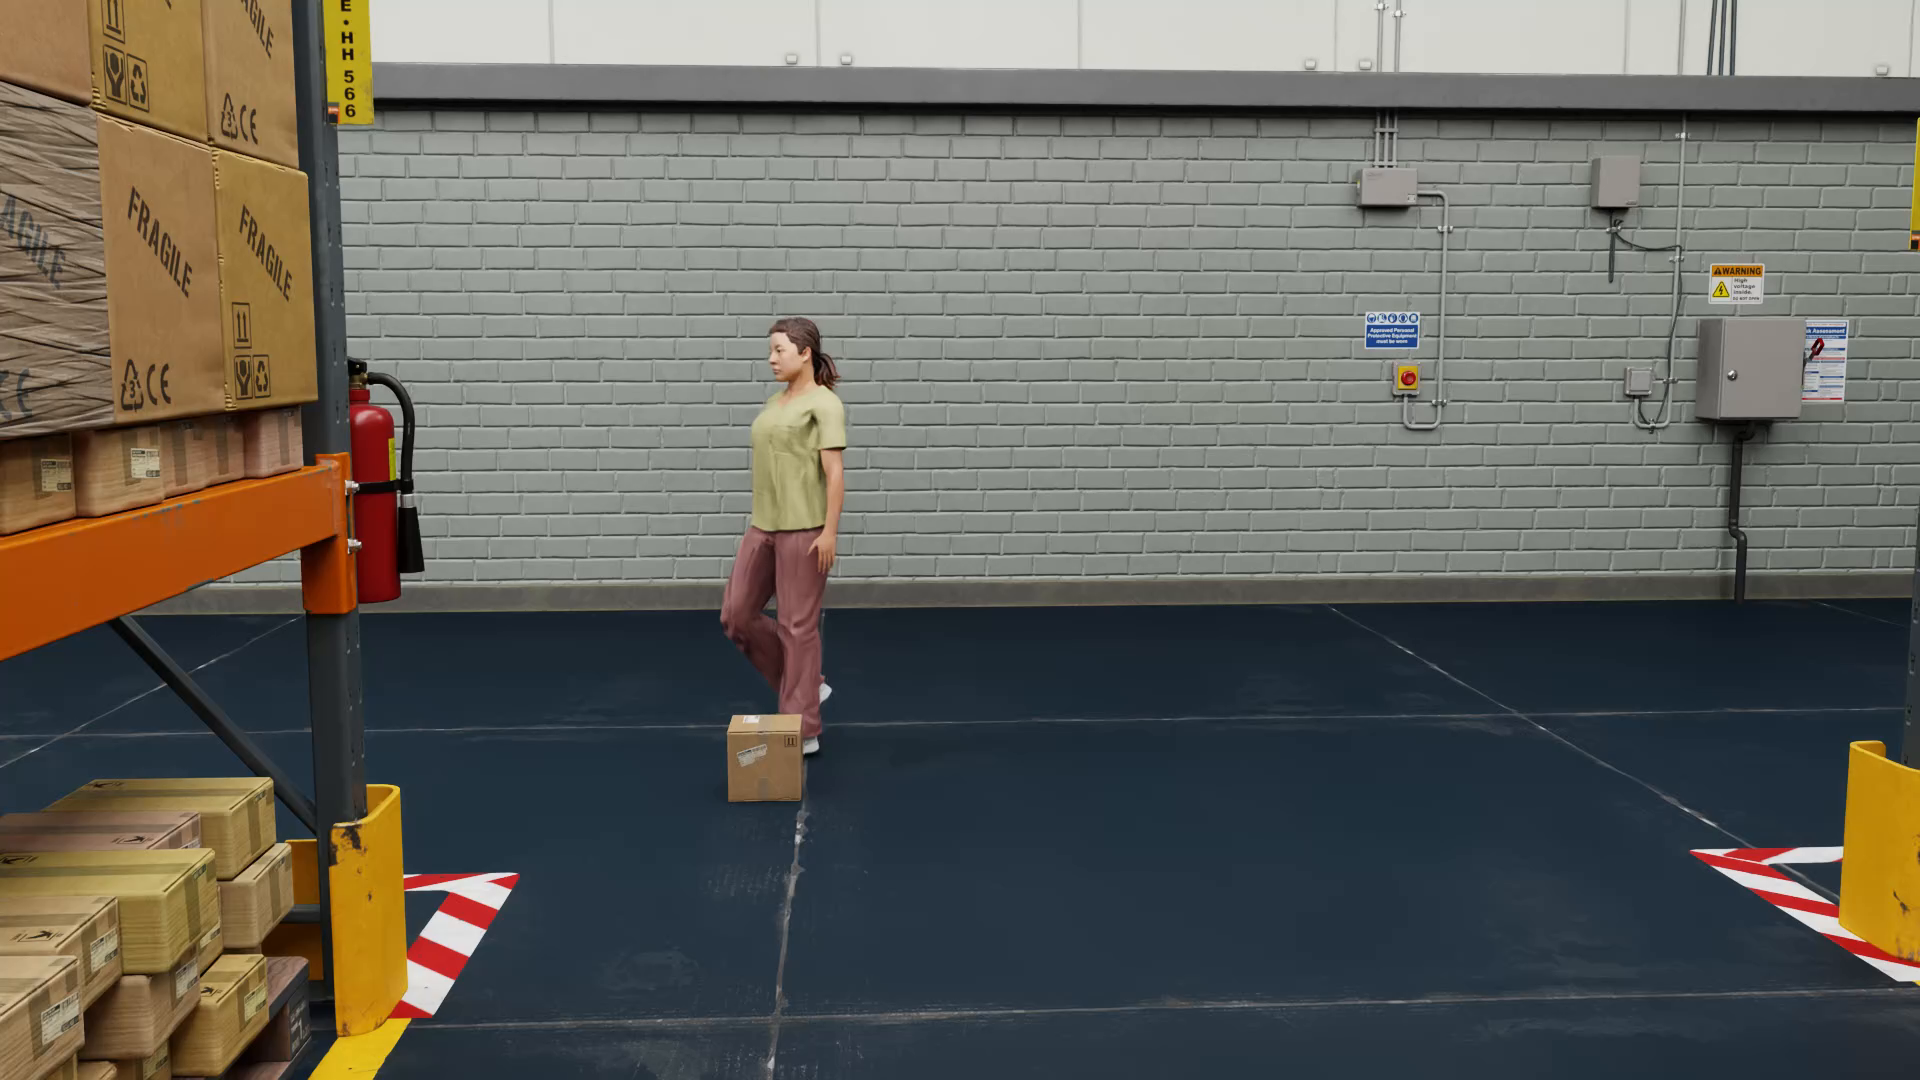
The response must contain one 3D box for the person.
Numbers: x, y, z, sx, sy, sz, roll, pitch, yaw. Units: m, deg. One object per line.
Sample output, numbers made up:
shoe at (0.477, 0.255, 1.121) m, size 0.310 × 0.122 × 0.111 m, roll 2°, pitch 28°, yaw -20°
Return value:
person at (-0.665, -0.016, 6.377) m, size 0.469 × 1.668 × 0.504 m, roll 7°, pitch 10°, yaw 44°
